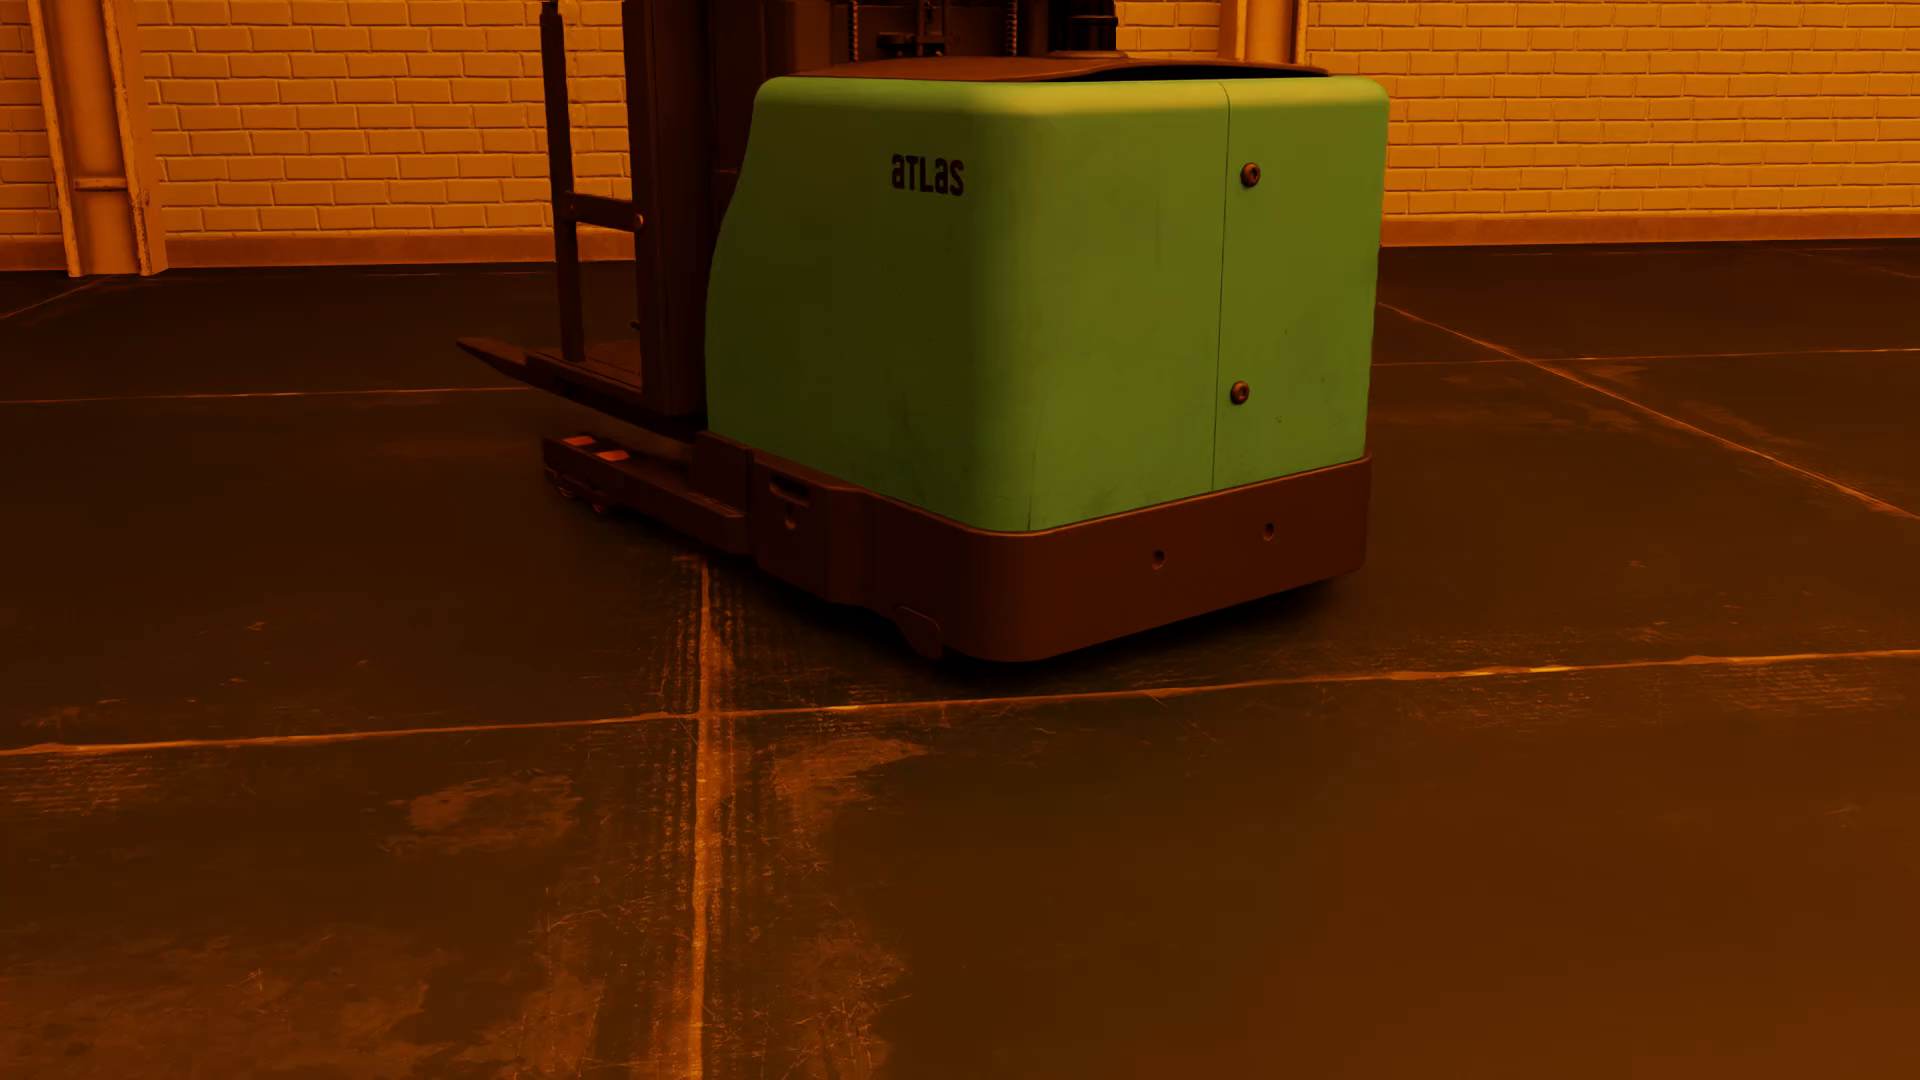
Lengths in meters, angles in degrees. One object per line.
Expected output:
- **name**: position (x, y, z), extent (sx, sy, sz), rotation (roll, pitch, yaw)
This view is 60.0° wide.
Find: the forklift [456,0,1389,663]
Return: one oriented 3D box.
- **forklift**: position (-0.428, -1.540, 3.998), extent (1.130, 2.935, 3.031), rotation (-12, 21, -35)
